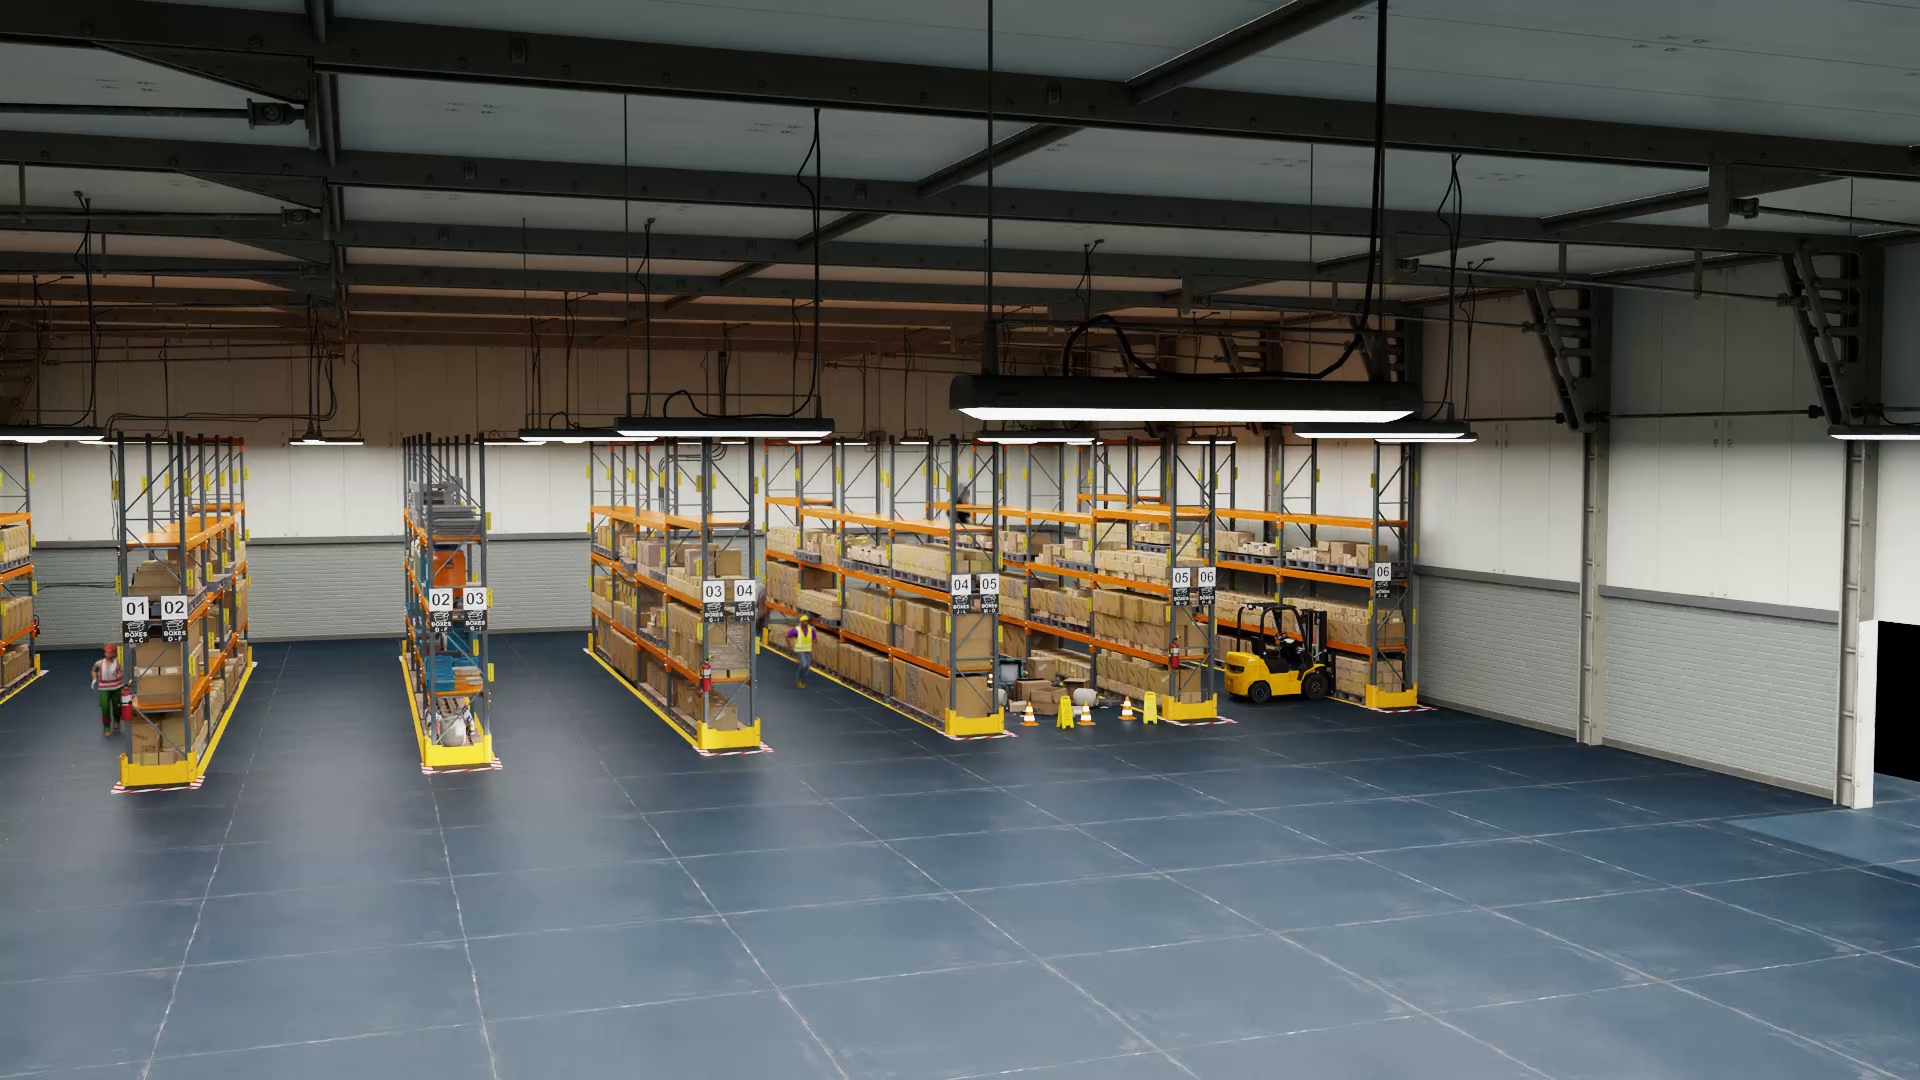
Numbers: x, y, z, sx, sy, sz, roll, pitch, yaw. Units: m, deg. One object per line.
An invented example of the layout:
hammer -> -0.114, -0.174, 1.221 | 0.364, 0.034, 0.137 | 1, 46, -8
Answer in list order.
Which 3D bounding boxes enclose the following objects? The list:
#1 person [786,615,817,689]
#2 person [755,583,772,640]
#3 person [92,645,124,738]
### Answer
person -> -3.691, 2.656, 39.380 | 0.692, 1.741, 0.658 | -2, 4, -32
person -> -5.829, 2.133, 49.306 | 0.686, 1.763, 0.776 | -2, 4, -36
person -> -16.854, 2.971, 32.985 | 0.659, 1.769, 1.005 | -1, 3, -24
